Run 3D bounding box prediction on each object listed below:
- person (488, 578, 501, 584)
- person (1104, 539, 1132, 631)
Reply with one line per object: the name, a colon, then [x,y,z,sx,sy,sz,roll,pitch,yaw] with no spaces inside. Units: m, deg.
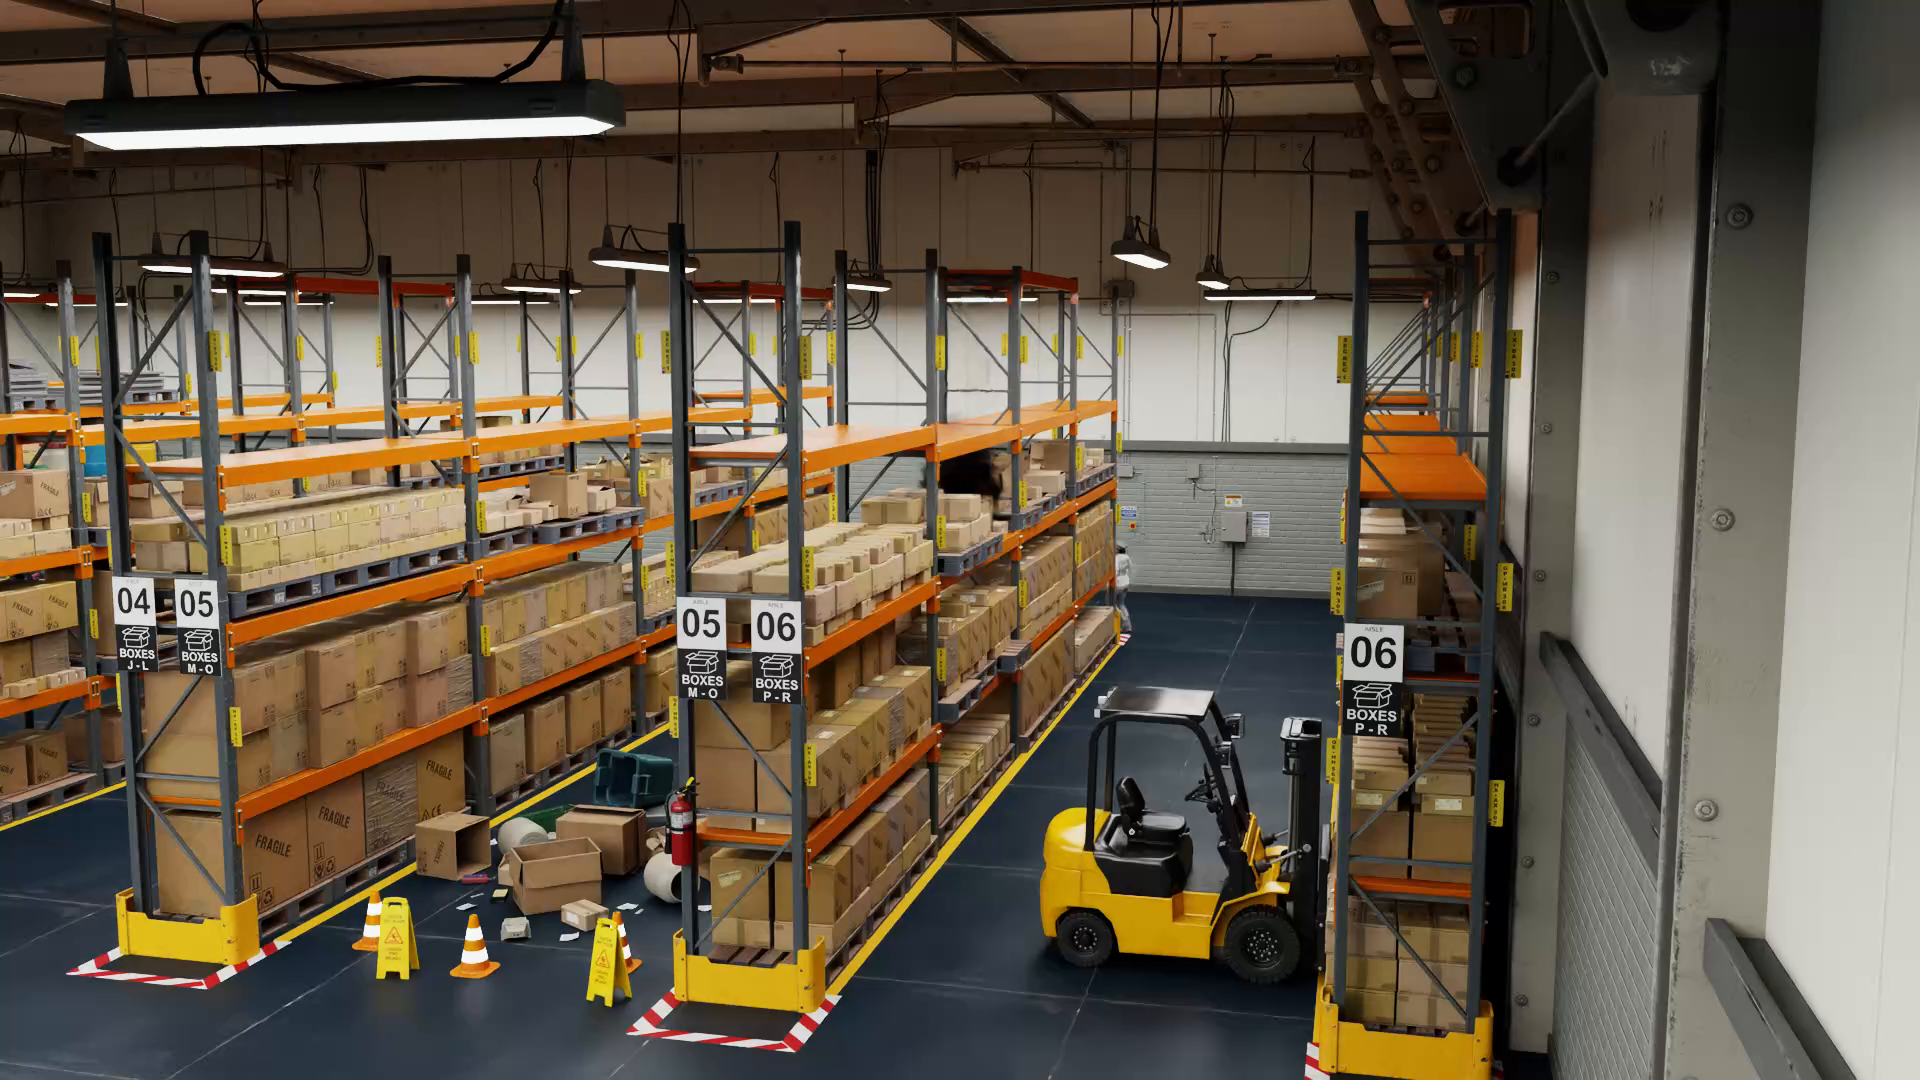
person: [-6.742,1.382,24.248,0.593,1.696,0.856,1,7,7]
person: [2.739,0.798,29.186,0.488,1.649,0.689,6,9,42]
